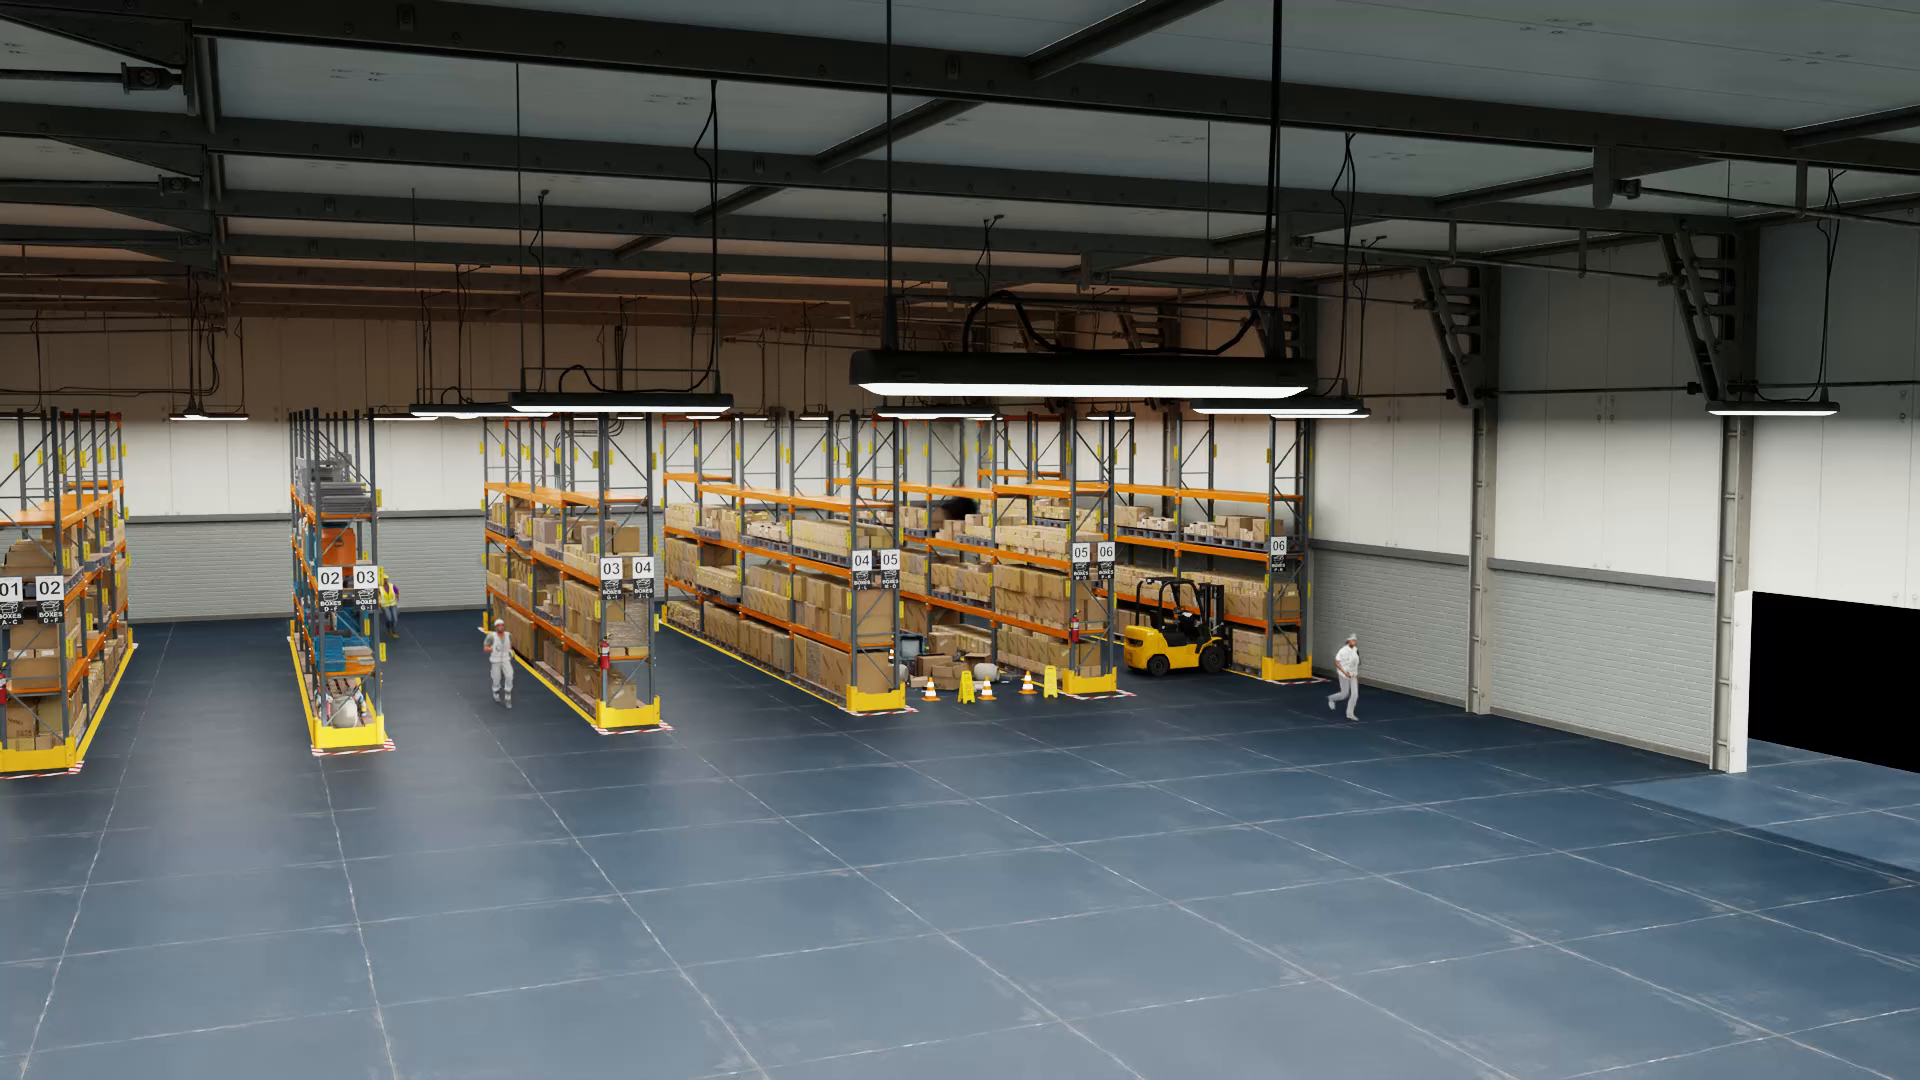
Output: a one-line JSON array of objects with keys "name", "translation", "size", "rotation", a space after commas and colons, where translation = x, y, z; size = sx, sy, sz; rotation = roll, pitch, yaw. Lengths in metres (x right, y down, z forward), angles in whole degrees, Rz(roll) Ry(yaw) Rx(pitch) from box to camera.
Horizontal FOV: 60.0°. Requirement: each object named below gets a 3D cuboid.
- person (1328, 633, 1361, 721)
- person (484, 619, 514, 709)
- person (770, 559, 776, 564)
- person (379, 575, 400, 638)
[{"name": "person", "translation": [7.526, 2.637, 32.396], "size": [0.600, 1.680, 0.763], "rotation": [-3, 5, -35]}, {"name": "person", "translation": [-9.302, 2.493, 33.549], "size": [0.631, 1.823, 0.825], "rotation": [-2, 4, -27]}, {"name": "person", "translation": [-5.582, 1.388, 50.465], "size": [0.769, 1.655, 0.607], "rotation": [-3, 5, -32]}, {"name": "person", "translation": [-15.208, 1.774, 44.234], "size": [0.700, 1.727, 0.566], "rotation": [-4, 5, -42]}]
